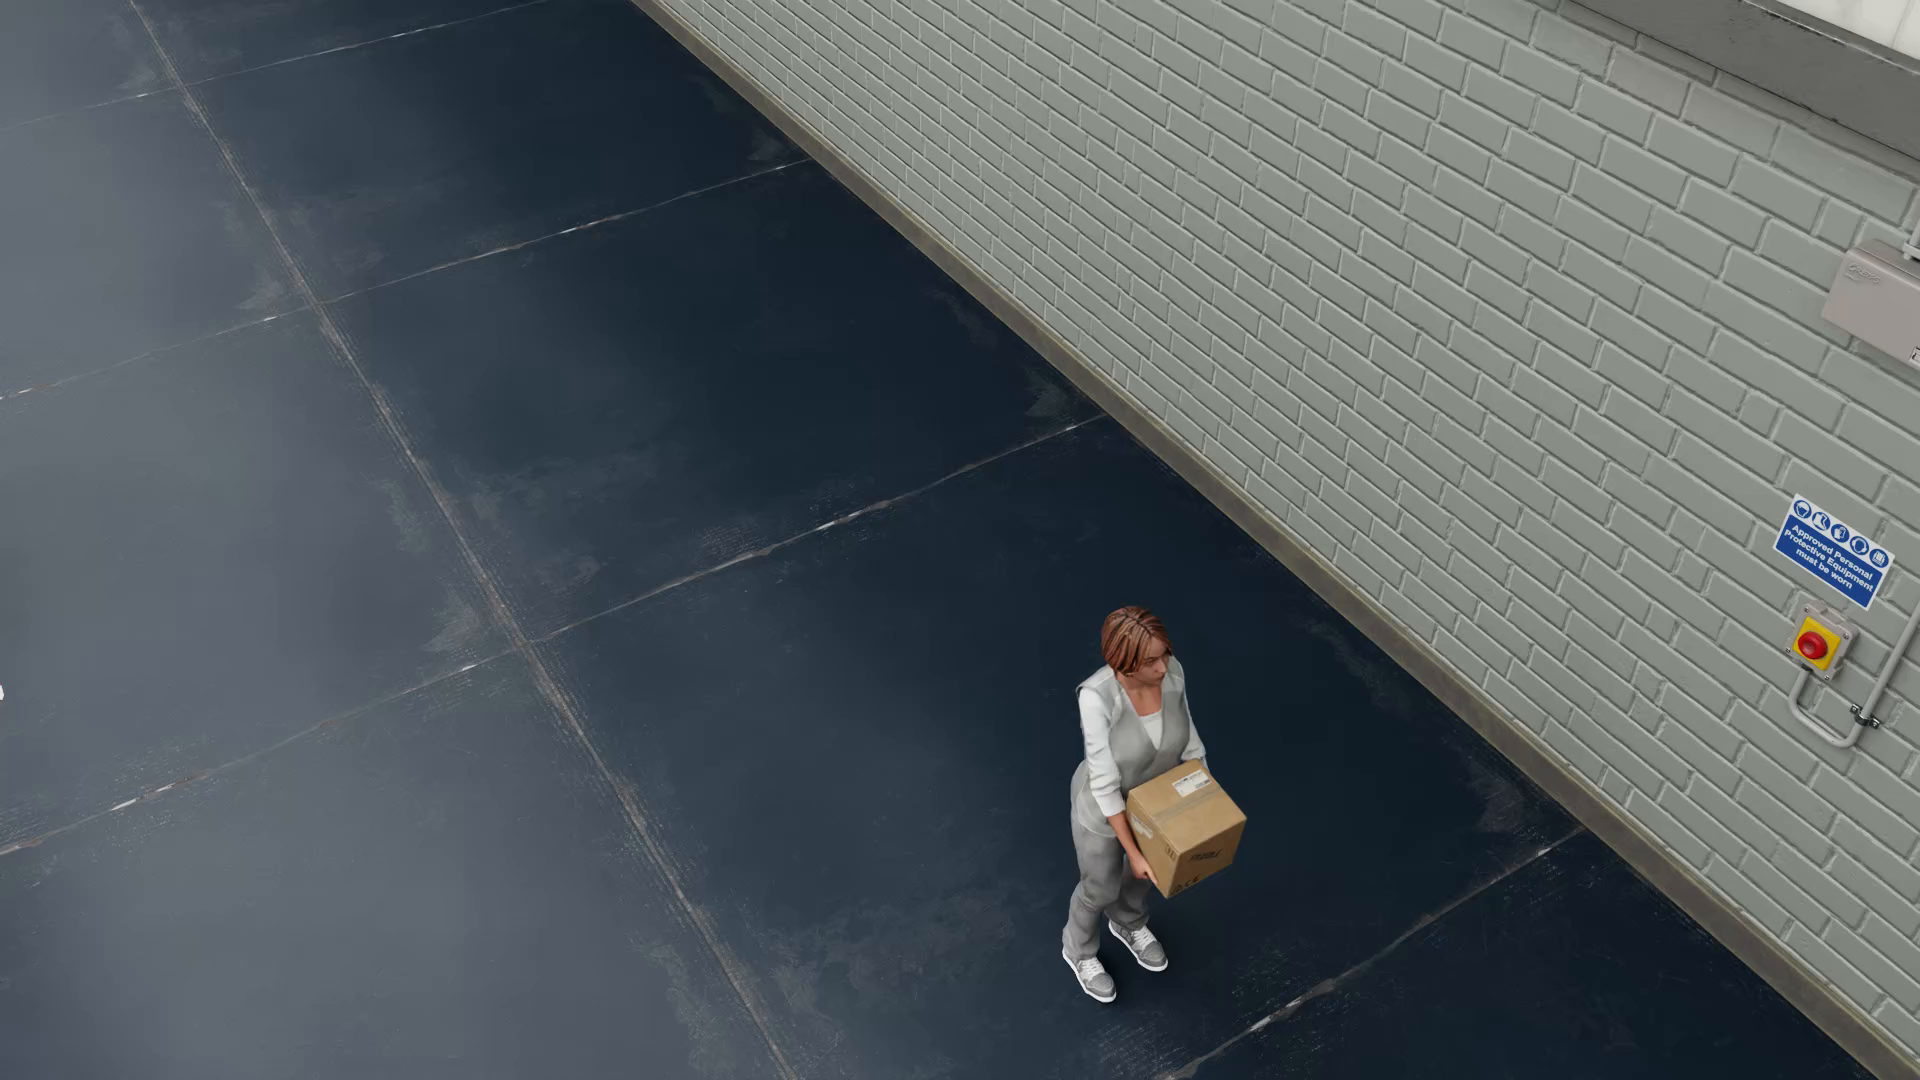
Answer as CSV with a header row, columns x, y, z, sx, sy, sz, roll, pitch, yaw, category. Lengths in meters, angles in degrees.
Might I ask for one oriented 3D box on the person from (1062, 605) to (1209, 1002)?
x,y,z,sx,sy,sz,roll,pitch,yaw,category
0.566,0.881,5.169,0.401,1.596,0.495,-22,46,-23,person
